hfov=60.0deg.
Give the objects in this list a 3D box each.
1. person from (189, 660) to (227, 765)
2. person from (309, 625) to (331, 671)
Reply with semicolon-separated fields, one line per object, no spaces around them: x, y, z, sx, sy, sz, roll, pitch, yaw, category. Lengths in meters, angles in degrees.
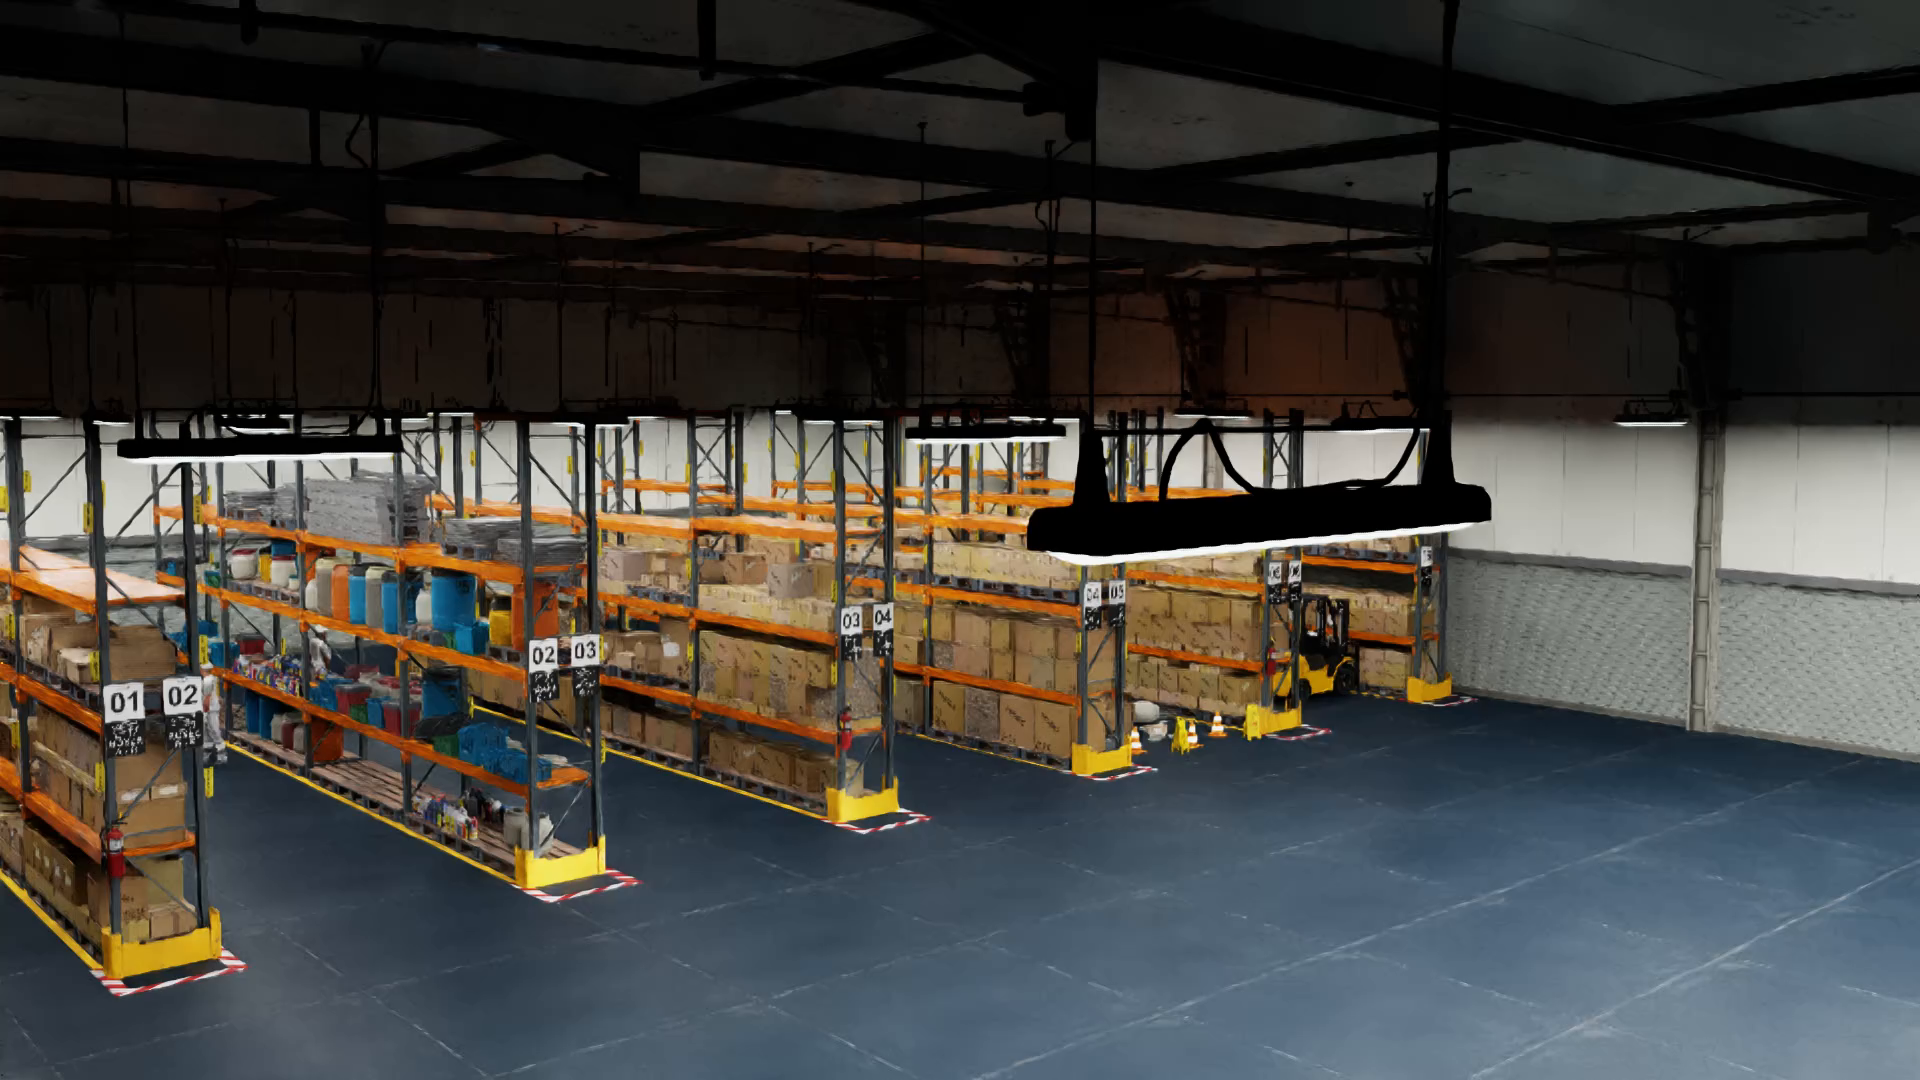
-12.872;2.933;28.399;0.594;1.785;0.670;-2;5;-22;person
-12.572;2.551;32.656;0.690;1.788;0.398;4;6;38;person
